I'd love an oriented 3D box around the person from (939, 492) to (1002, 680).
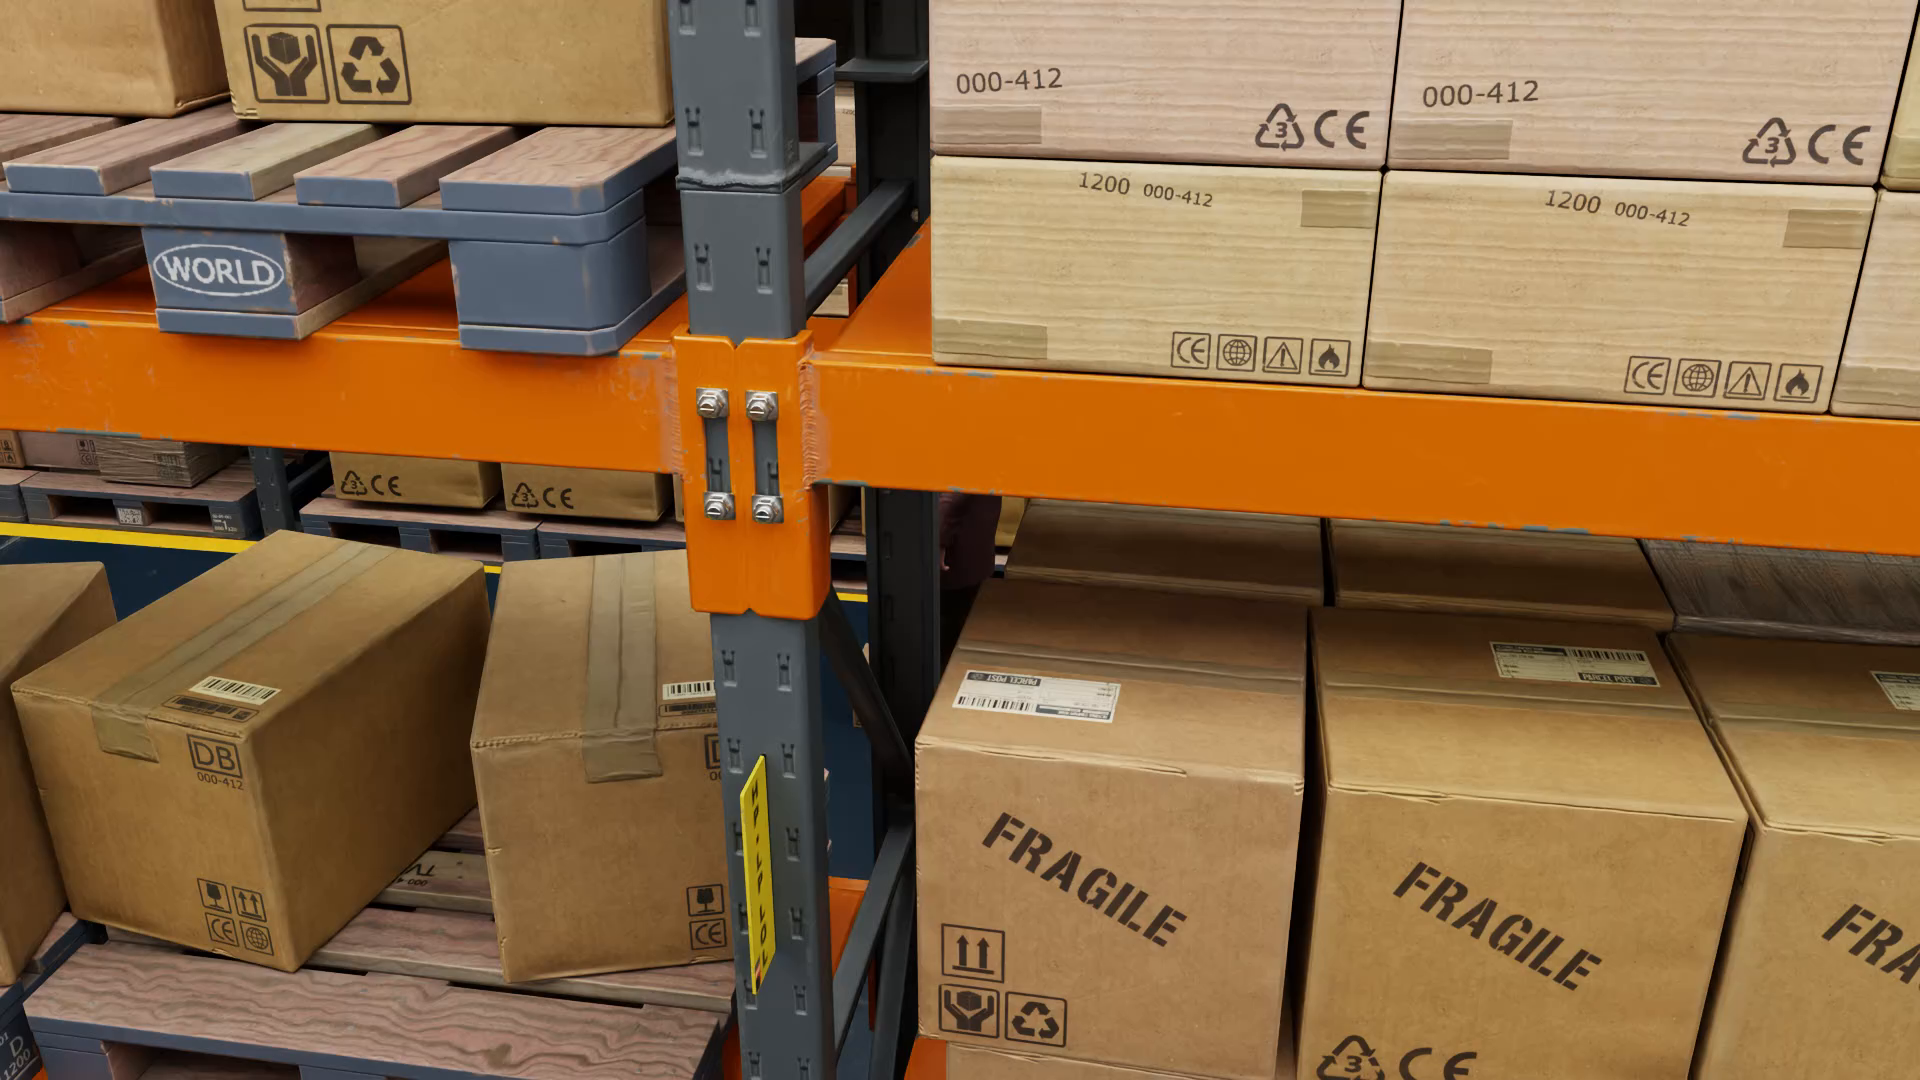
[{"bbox_3d":[-0.094,-0.111,6.344,0.580,1.778,0.698,4,25,9],"label":"person"}]
